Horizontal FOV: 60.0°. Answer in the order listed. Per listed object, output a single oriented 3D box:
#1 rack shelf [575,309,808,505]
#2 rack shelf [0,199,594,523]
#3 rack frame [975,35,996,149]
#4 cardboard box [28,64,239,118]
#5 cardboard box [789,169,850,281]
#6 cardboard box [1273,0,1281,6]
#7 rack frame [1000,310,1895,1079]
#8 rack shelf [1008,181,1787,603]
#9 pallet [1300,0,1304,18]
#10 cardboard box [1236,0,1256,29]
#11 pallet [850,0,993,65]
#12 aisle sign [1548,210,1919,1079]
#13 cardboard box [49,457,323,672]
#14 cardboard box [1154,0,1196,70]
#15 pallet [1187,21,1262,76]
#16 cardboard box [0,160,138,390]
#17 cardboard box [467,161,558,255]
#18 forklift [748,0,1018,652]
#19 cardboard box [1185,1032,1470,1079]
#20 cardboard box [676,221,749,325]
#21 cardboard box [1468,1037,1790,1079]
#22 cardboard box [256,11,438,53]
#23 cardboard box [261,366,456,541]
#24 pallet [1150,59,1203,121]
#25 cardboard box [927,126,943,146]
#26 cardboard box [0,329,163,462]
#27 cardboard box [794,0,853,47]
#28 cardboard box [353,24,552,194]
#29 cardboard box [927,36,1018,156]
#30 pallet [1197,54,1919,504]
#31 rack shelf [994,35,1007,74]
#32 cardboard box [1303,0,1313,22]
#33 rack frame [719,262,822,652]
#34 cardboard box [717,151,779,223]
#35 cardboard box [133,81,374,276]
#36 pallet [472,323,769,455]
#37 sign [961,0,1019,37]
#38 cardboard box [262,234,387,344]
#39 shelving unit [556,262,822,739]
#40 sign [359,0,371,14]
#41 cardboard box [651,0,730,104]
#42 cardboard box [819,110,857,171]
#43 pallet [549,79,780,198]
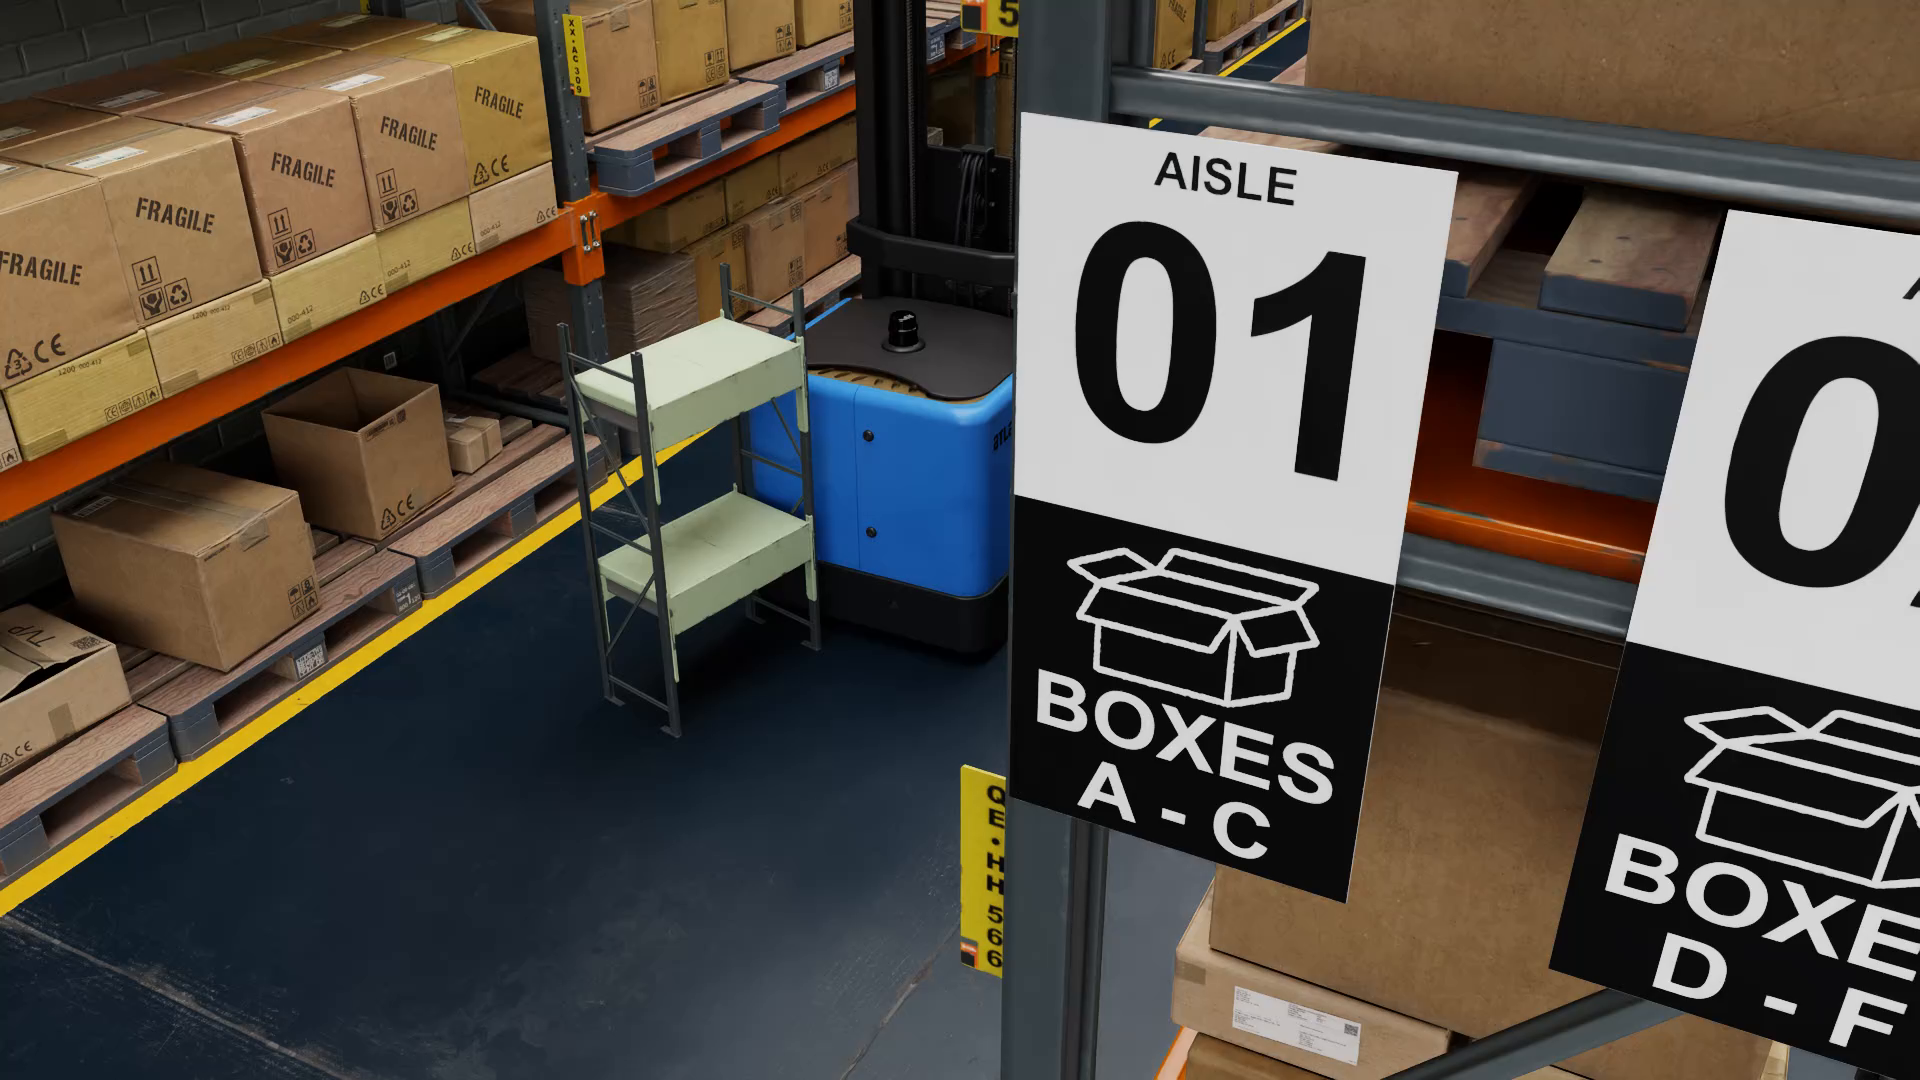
[{"bbox_3d":[-0.935,-0.479,5.794,0.431,0.370,0.720,22,37,33],"label":"rack shelf"},{"bbox_3d":[-2.977,-0.535,5.893,1.077,0.370,4.000,14,33,23],"label":"rack shelf"},{"bbox_3d":[-0.244,-3.507,10.345,1.000,3.000,0.127,14,33,23],"label":"rack frame"},{"bbox_3d":[-2.937,-1.394,6.042,0.500,0.500,0.500,15,33,25],"label":"cardboard box"},{"bbox_3d":[-1.065,-1.854,9.535,0.700,0.500,0.500,14,33,23],"label":"cardboard box"},{"bbox_3d":[2.714,-5.374,15.684,0.700,0.500,0.500,13,32,22],"label":"cardboard box"},{"bbox_3d":[0.523,1.161,2.216,1.000,3.000,0.127,14,33,23],"label":"rack frame"},{"bbox_3d":[1.434,-0.714,3.192,1.077,0.370,4.000,14,33,23],"label":"rack shelf"},{"bbox_3d":[3.106,-5.472,16.568,1.003,0.211,1.213,14,33,23],"label":"pallet"},{"bbox_3d":[2.242,-4.909,14.875,0.700,0.500,0.500,14,33,23],"label":"cardboard box"},{"bbox_3d":[-0.474,-3.084,9.801,1.213,0.211,1.003,14,33,23],"label":"pallet"},{"bbox_3d":[0.766,0.133,1.396,0.394,0.787,0.004,14,33,23],"label":"aisle sign"},{"bbox_3d":[-2.855,0.079,6.168,0.700,0.500,0.500,12,32,20],"label":"cardboard box"},{"bbox_3d":[1.398,-4.213,13.311,0.750,0.750,0.750,15,33,24],"label":"cardboard box"},{"bbox_3d":[1.994,-4.391,14.684,1.003,0.211,1.213,14,33,23],"label":"pallet"},{"bbox_3d":[-2.928,-0.818,5.039,0.500,0.500,0.500,13,32,22],"label":"cardboard box"},{"bbox_3d":[-2.012,-1.399,6.804,0.500,0.250,0.500,14,33,23],"label":"cardboard box"},{"bbox_3d":[0.279,-1.552,7.010,1.130,2.935,3.031,14,33,23],"label":"forklift"},{"bbox_3d":[0.747,0.914,2.546,0.700,0.500,0.500,14,33,23],"label":"cardboard box"},{"bbox_3d":[-1.555,-1.411,8.764,0.700,0.500,0.500,14,33,22],"label":"cardboard box"},{"bbox_3d":[0.894,0.712,2.247,0.380,0.149,0.250,14,33,23],"label":"cardboard box"},{"bbox_3d":[-2.466,-1.842,6.823,0.500,0.500,0.500,14,33,22],"label":"cardboard box"},{"bbox_3d":[-2.503,-0.372,6.953,0.500,0.500,0.500,12,32,20],"label":"cardboard box"},{"bbox_3d":[1.294,-3.712,13.502,1.003,0.211,1.213,14,33,23],"label":"pallet"},{"bbox_3d":[-0.525,-2.283,10.282,0.700,0.500,0.500,15,33,24],"label":"cardboard box"},{"bbox_3d":[-2.922,-0.507,5.251,0.500,0.250,0.500,14,33,23],"label":"cardboard box"},{"bbox_3d":[-0.997,-2.973,8.874,0.700,0.500,0.500,14,33,23],"label":"cardboard box"},{"bbox_3d":[-2.006,-1.723,6.616,0.500,0.500,0.500,14,33,23],"label":"cardboard box"},{"bbox_3d":[0.208,-3.053,11.292,0.750,0.750,0.750,14,33,23],"label":"cardboard box"},{"bbox_3d":[0.868,-0.409,2.026,1.003,0.211,1.213,14,33,23],"label":"pallet"},{"bbox_3d":[0.667,-4.082,12.069,1.077,0.370,4.000,14,33,23],"label":"rack shelf"},{"bbox_3d":[0.813,-0.888,2.360,0.500,0.250,0.500,14,33,23],"label":"cardboard box"},{"bbox_3d":[-0.703,-0.281,6.234,0.400,1.500,0.023,22,37,33],"label":"rack frame"},{"bbox_3d":[-1.314,-1.924,8.903,0.500,0.250,0.500,13,32,22],"label":"cardboard box"},{"bbox_3d":[-2.467,-1.280,5.844,0.500,0.500,0.500,13,32,22],"label":"cardboard box"},{"bbox_3d":[-1.713,-0.870,8.554,1.003,0.211,1.213,14,33,23],"label":"pallet"},{"bbox_3d":[0.047,-0.618,1.493,0.100,0.325,0.005,14,33,23],"label":"sign"},{"bbox_3d":[-2.462,-0.953,6.029,0.500,0.250,0.500,14,33,23],"label":"cardboard box"},{"bbox_3d":[-0.935,-0.140,5.989,0.431,1.500,0.755,22,37,33],"label":"shelving unit"},{"bbox_3d":[-2.562,-2.360,7.186,0.100,0.325,0.005,14,33,23],"label":"sign"},{"bbox_3d":[-1.543,-2.432,7.931,0.700,0.500,0.500,18,34,28],"label":"cardboard box"},{"bbox_3d":[-0.841,-2.370,9.680,0.500,0.250,0.500,15,33,24],"label":"cardboard box"},{"bbox_3d":[-1.588,-1.957,7.838,1.003,0.211,1.213,14,33,23],"label":"pallet"}]
